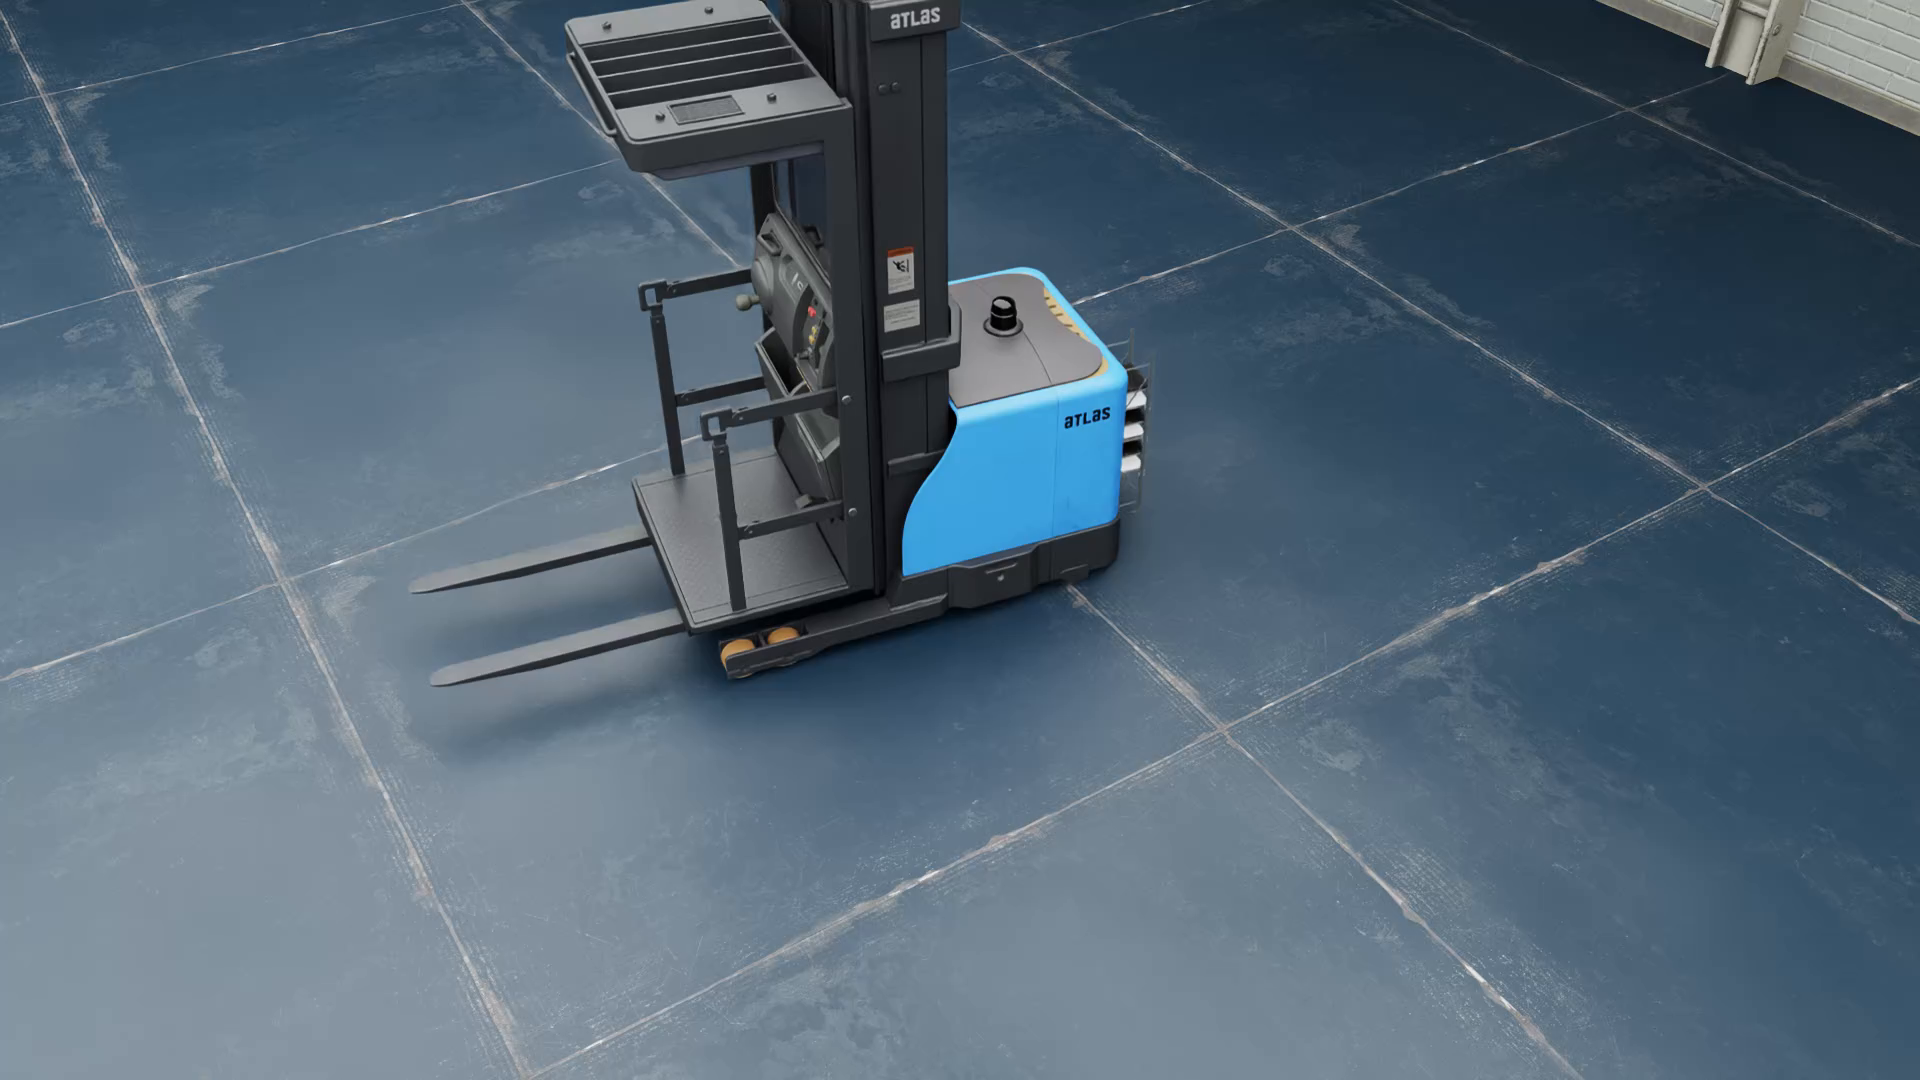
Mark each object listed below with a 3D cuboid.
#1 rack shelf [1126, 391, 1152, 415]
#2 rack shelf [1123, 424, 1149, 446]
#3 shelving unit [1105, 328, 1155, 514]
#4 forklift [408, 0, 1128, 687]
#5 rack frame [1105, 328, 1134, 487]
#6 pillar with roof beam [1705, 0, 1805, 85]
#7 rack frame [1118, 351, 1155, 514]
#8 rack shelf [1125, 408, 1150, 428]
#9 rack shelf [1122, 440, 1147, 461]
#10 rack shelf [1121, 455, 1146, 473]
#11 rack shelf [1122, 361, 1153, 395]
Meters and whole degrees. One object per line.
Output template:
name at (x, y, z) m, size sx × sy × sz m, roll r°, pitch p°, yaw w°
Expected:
rack shelf at (0.710, -0.630, 7.573) m, size 0.258 × 0.077 × 0.200 m, roll -14°, pitch 42°, yaw -17°
rack shelf at (0.710, -0.492, 7.688) m, size 0.258 × 0.077 × 0.200 m, roll -14°, pitch 42°, yaw -17°
shelving unit at (0.710, -0.517, 7.667) m, size 0.258 × 0.900 × 0.210 m, roll -14°, pitch 42°, yaw -17°
forklift at (-0.851, -0.927, 6.572) m, size 3.031 × 2.935 × 1.130 m, roll -14°, pitch 42°, yaw -17°
rack frame at (0.672, -0.578, 7.740) m, size 0.240 × 0.900 × 0.006 m, roll -14°, pitch 42°, yaw -17°
pillar with roof beam at (1.887, -5.290, 7.068) m, size 9.100 × 9.000 × 0.400 m, roll -22°, pitch 45°, yaw -24°
rack frame at (0.748, -0.457, 7.595) m, size 0.240 × 0.900 × 0.006 m, roll -14°, pitch 42°, yaw -17°
rack shelf at (0.710, -0.561, 7.631) m, size 0.258 × 0.077 × 0.200 m, roll -14°, pitch 42°, yaw -17°
rack shelf at (0.709, -0.423, 7.746) m, size 0.258 × 0.077 × 0.200 m, roll -14°, pitch 42°, yaw -17°
rack shelf at (0.709, -0.353, 7.804) m, size 0.258 × 0.077 × 0.200 m, roll -14°, pitch 42°, yaw -17°
rack shelf at (0.710, -0.699, 7.516) m, size 0.258 × 0.077 × 0.200 m, roll -14°, pitch 42°, yaw -17°
